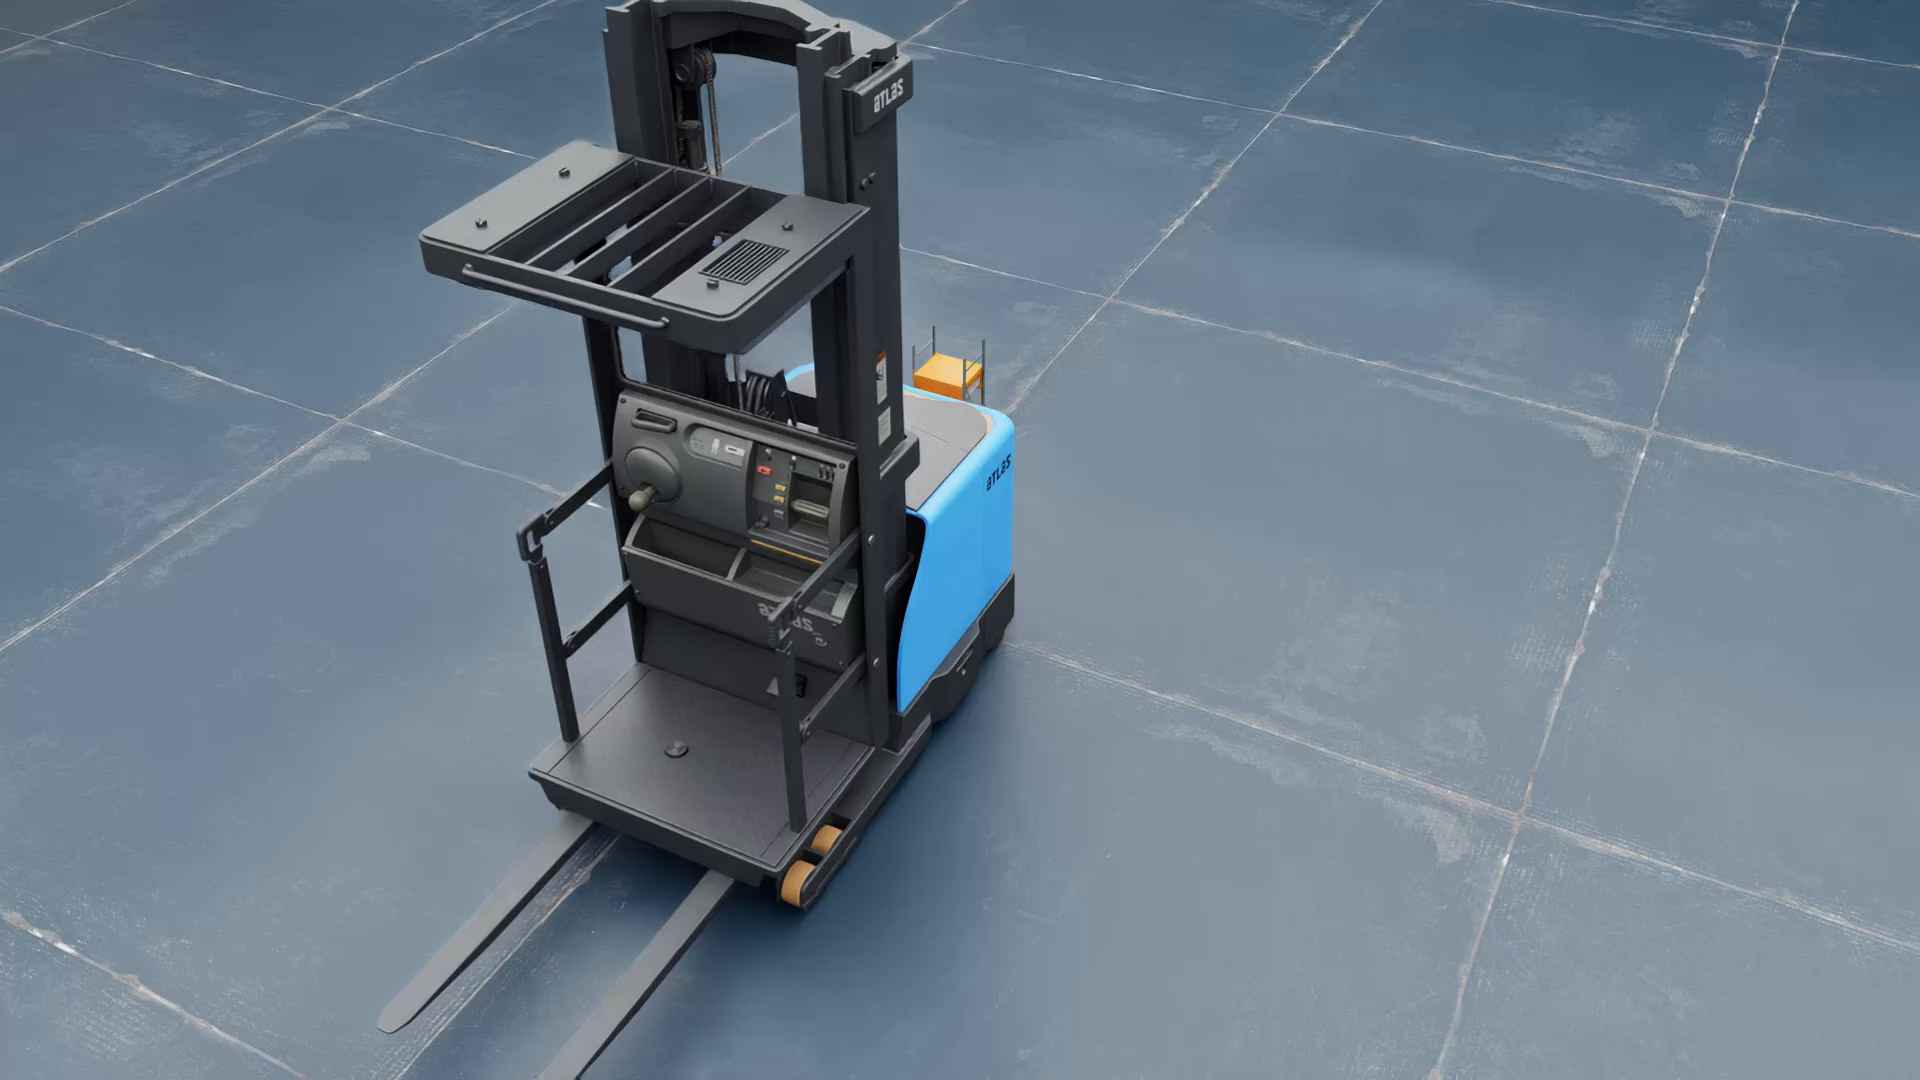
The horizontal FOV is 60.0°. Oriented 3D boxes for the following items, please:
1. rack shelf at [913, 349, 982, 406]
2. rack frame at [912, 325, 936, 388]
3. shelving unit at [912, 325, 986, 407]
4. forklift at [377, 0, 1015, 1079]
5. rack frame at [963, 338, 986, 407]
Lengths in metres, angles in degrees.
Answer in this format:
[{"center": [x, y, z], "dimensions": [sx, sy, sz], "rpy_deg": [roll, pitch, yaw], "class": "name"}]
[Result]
[{"center": [-0.048, -0.651, 7.287], "dimensions": [0.240, 0.259, 0.215], "rpy_deg": [17, 41, 21], "class": "rack shelf"}, {"center": [-0.156, -0.467, 7.497], "dimensions": [0.008, 1.050, 0.200], "rpy_deg": [17, 41, 21], "class": "rack frame"}, {"center": [-0.048, -0.433, 7.452], "dimensions": [0.252, 1.050, 0.215], "rpy_deg": [17, 41, 21], "class": "shelving unit"}, {"center": [-0.886, -0.153, 5.527], "dimensions": [1.130, 2.935, 3.031], "rpy_deg": [17, 40, 21], "class": "forklift"}, {"center": [0.061, -0.399, 7.407], "dimensions": [0.008, 1.050, 0.200], "rpy_deg": [17, 41, 21], "class": "rack frame"}]
